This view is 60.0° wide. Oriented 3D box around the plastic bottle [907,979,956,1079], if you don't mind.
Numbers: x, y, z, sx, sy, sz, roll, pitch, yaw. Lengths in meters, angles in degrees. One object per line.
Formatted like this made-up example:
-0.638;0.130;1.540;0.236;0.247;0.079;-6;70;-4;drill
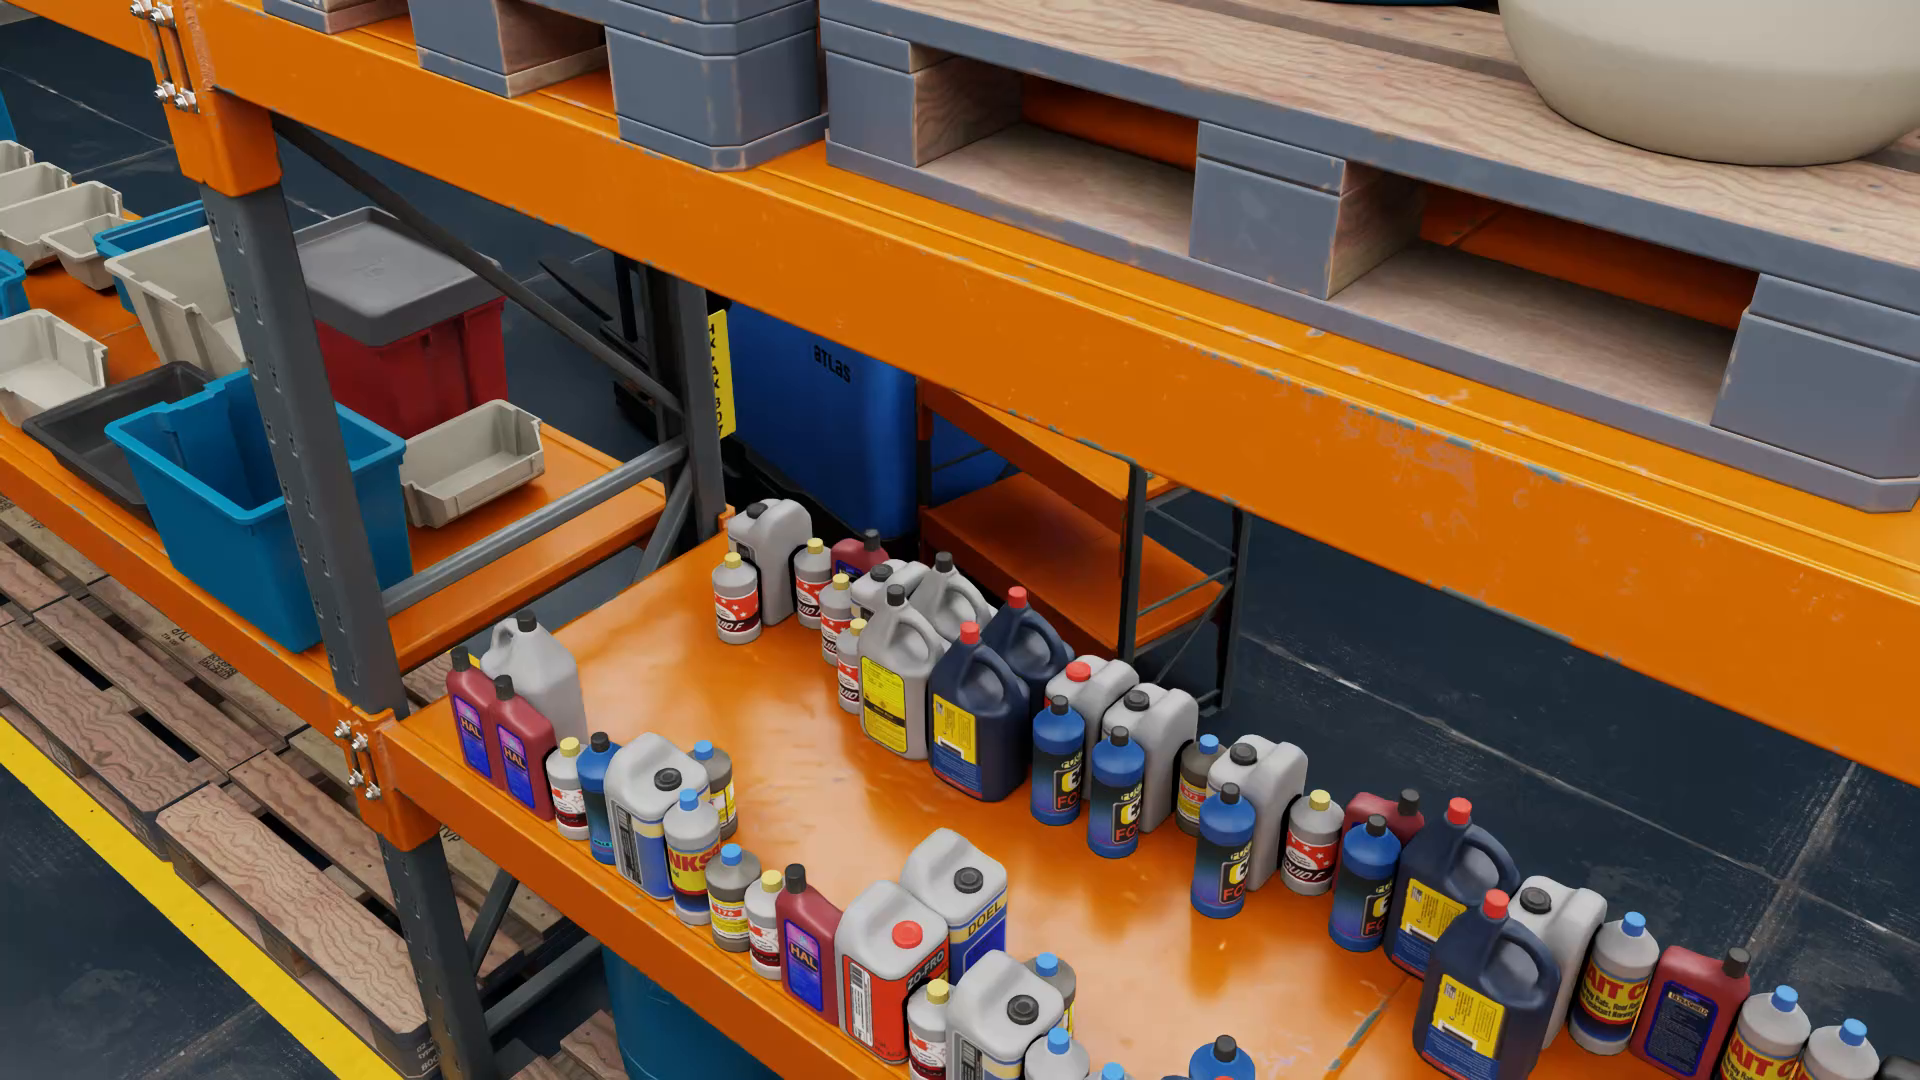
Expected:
-0.034;0.779;2.642;0.097;0.201;0.097;0;34;0;plastic bottle

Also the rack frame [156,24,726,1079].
-0.929;-0.026;3.638;0.127;3.000;1.000;25;42;32;rack frame

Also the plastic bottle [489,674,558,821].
-0.818;0.389;3.137;0.133;0.283;0.061;25;42;32;plastic bottle

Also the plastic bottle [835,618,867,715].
-0.204;0.251;3.410;0.097;0.201;0.097;0;34;0;plastic bottle

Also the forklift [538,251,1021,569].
-0.793;-1.783;6.258;1.130;2.935;3.031;-23;41;-30;forklift

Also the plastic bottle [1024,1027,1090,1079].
0.144;0.834;2.500;0.097;0.271;0.097;0;34;0;plastic bottle

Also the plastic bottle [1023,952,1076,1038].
0.138;0.748;2.687;0.097;0.201;0.097;0;34;0;plastic bottle

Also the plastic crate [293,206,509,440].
-1.455;-0.510;4.233;0.583;0.464;0.402;25;42;32;plastic crate

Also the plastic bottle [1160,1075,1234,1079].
0.342;0.877;2.367;0.185;0.351;0.144;25;42;32;plastic bottle

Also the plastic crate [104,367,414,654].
-1.506;-0.065;3.656;0.575;0.384;0.392;25;42;32;plastic crate

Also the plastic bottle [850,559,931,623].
-0.139;0.160;3.478;0.135;0.276;0.152;25;42;32;plastic bottle

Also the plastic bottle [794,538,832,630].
-0.313;0.088;3.648;0.097;0.201;0.097;0;34;0;plastic bottle

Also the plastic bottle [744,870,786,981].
-0.315;0.646;2.835;0.097;0.201;0.097;0;34;0;plastic bottle

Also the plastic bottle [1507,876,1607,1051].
0.953;0.674;2.728;0.135;0.276;0.152;25;42;32;plastic bottle

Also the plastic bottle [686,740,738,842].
-0.471;0.461;3.105;0.097;0.201;0.097;0;34;0;plastic bottle

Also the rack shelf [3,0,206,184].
-2.466;-1.690;4.048;4.000;0.370;1.077;25;42;32;rack shelf

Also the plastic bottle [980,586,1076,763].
0.128;0.252;3.277;0.185;0.351;0.144;25;42;32;plastic bottle

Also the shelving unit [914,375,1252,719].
0.368;-0.069;5.357;0.538;1.125;1.048;-23;41;-30;shelving unit

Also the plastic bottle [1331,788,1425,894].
0.737;0.536;2.923;0.133;0.283;0.061;25;42;32;plastic bottle

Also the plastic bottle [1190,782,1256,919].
0.465;0.538;2.931;0.097;0.271;0.097;0;34;0;plastic bottle

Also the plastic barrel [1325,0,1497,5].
0.480;-1.091;1.725;0.708;0.901;0.600;25;42;32;plastic barrel

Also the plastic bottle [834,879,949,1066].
-0.106;0.694;2.700;0.135;0.276;0.152;25;42;32;plastic bottle

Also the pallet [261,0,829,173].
-0.264;-0.943;2.491;1.003;0.211;1.213;25;42;32;pallet

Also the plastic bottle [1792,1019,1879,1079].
1.312;0.825;2.513;0.097;0.271;0.097;0;34;0;plastic bottle

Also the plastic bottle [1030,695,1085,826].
0.183;0.405;3.124;0.097;0.271;0.097;0;34;0;plastic bottle

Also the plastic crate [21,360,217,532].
-1.962;-0.226;4.119;0.590;0.125;0.437;25;42;32;plastic crate

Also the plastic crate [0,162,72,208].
-3.047;-1.063;5.328;0.243;0.136;0.396;25;42;32;plastic crate

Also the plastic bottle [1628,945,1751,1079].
1.160;0.735;2.633;0.133;0.283;0.061;25;42;32;plastic bottle

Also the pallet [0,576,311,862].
-2.461;0.432;5.434;1.213;0.211;1.003;25;42;32;pallet

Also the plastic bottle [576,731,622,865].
-0.643;0.463;3.040;0.097;0.271;0.097;0;34;0;plastic bottle

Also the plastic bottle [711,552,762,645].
-0.485;0.119;3.603;0.097;0.201;0.097;0;34;0;plastic bottle

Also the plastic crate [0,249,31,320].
-2.782;-0.612;4.587;0.300;0.233;0.416;25;42;32;plastic crate

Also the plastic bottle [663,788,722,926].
-0.465;0.547;2.918;0.097;0.271;0.097;0;34;0;plastic bottle

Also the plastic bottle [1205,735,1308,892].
0.530;0.475;3.018;0.135;0.276;0.152;25;42;32;plastic bottle

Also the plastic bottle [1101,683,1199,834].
0.352;0.391;3.141;0.135;0.276;0.152;25;42;32;plastic bottle

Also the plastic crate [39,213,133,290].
-2.578;-0.874;5.052;0.250;0.136;0.298;25;42;32;plastic crate

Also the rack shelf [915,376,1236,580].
0.368;-0.310;5.191;0.538;0.278;1.000;-23;41;-30;rack shelf

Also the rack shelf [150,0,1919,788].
0.608;-0.242;1.938;4.000;0.370;1.077;25;42;32;rack shelf

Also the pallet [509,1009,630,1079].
-0.363;1.421;3.994;1.213;0.211;1.003;25;42;32;pallet

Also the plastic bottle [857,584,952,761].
-0.106;0.248;3.283;0.185;0.351;0.144;25;42;32;plastic bottle

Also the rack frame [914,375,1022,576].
0.060;-0.298;5.690;0.500;1.125;0.032;-23;41;-30;rack frame

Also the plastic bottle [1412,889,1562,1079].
0.839;0.699;2.626;0.185;0.351;0.144;25;42;32;plastic bottle
